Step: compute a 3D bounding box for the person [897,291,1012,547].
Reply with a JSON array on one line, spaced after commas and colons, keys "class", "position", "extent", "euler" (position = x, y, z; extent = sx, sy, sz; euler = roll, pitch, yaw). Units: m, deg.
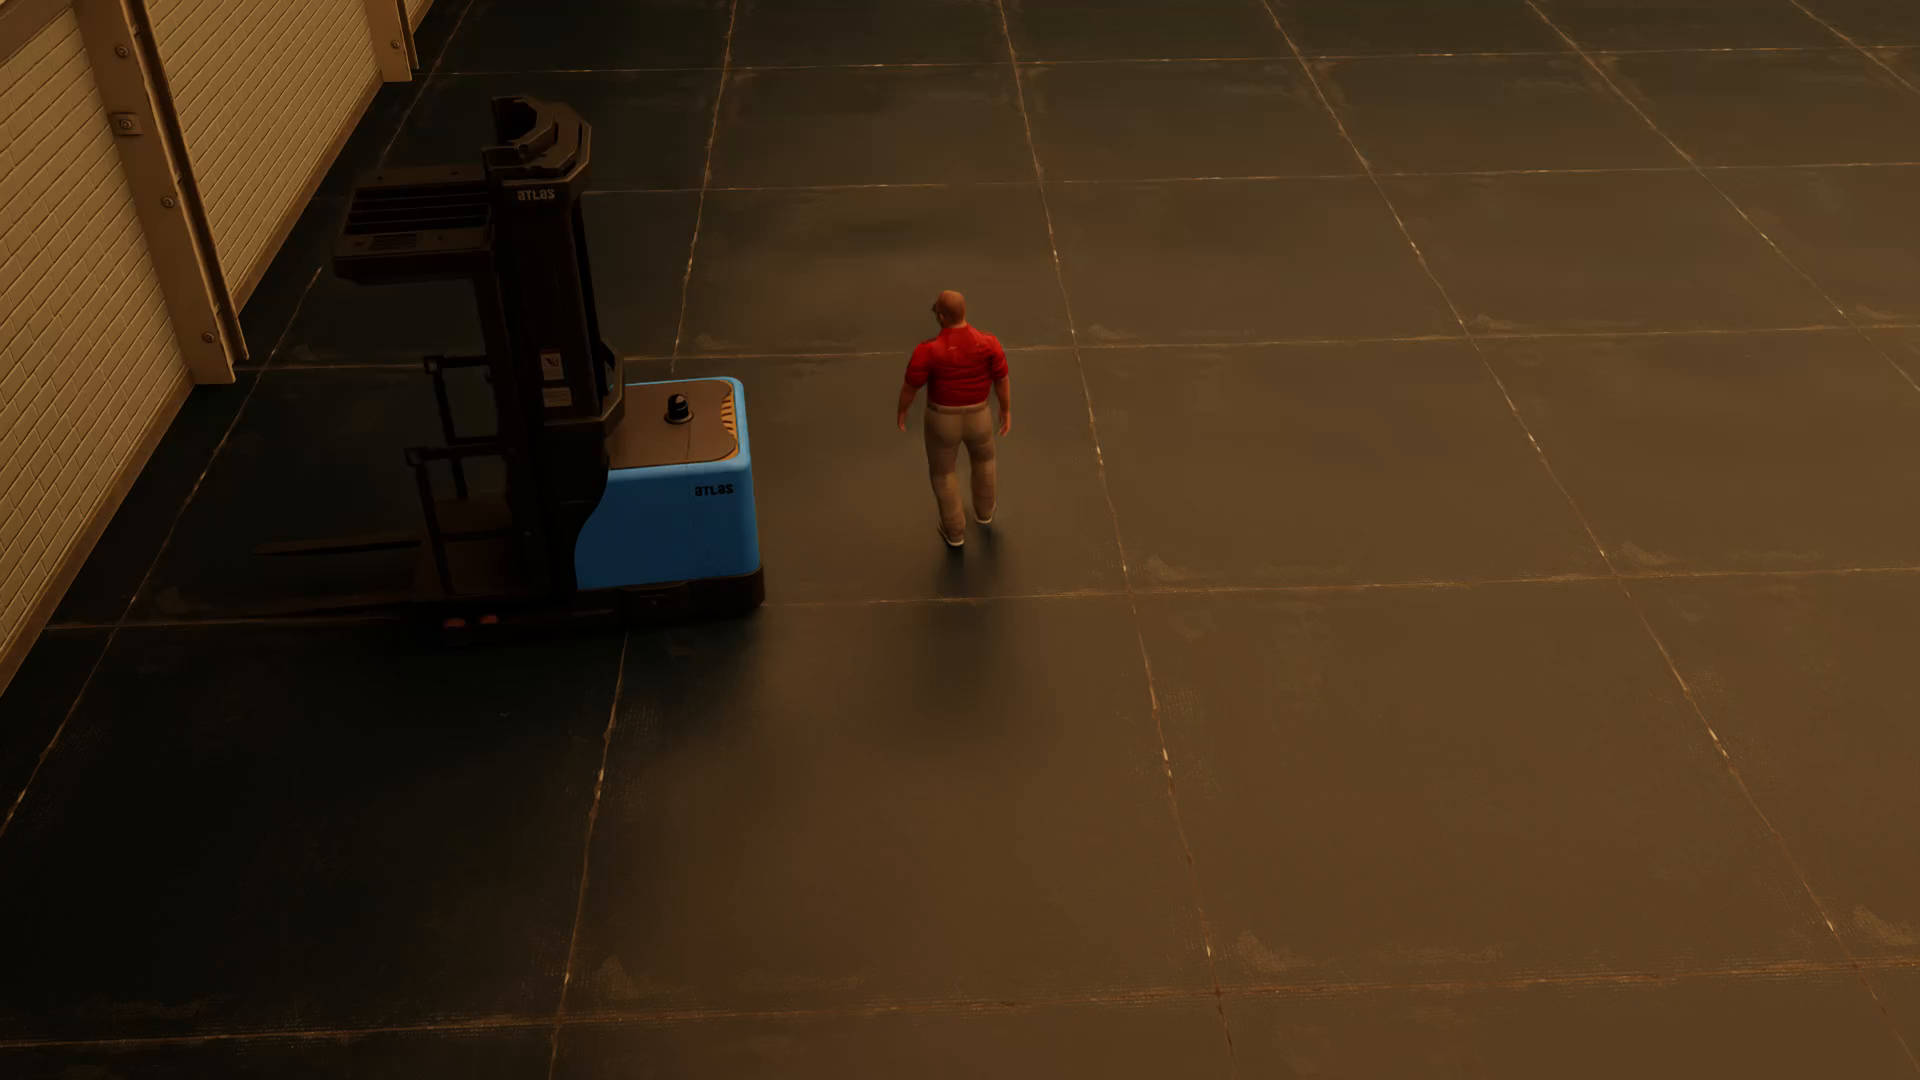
[{"class": "person", "position": [-0.046, -0.789, 10.126], "extent": [0.681, 1.716, 0.528], "euler": [-8, 37, -11]}]

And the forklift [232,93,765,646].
[{"class": "forklift", "position": [-2.726, -0.902, 9.249], "extent": [3.031, 2.935, 1.130], "euler": [-5, 36, -7]}]
